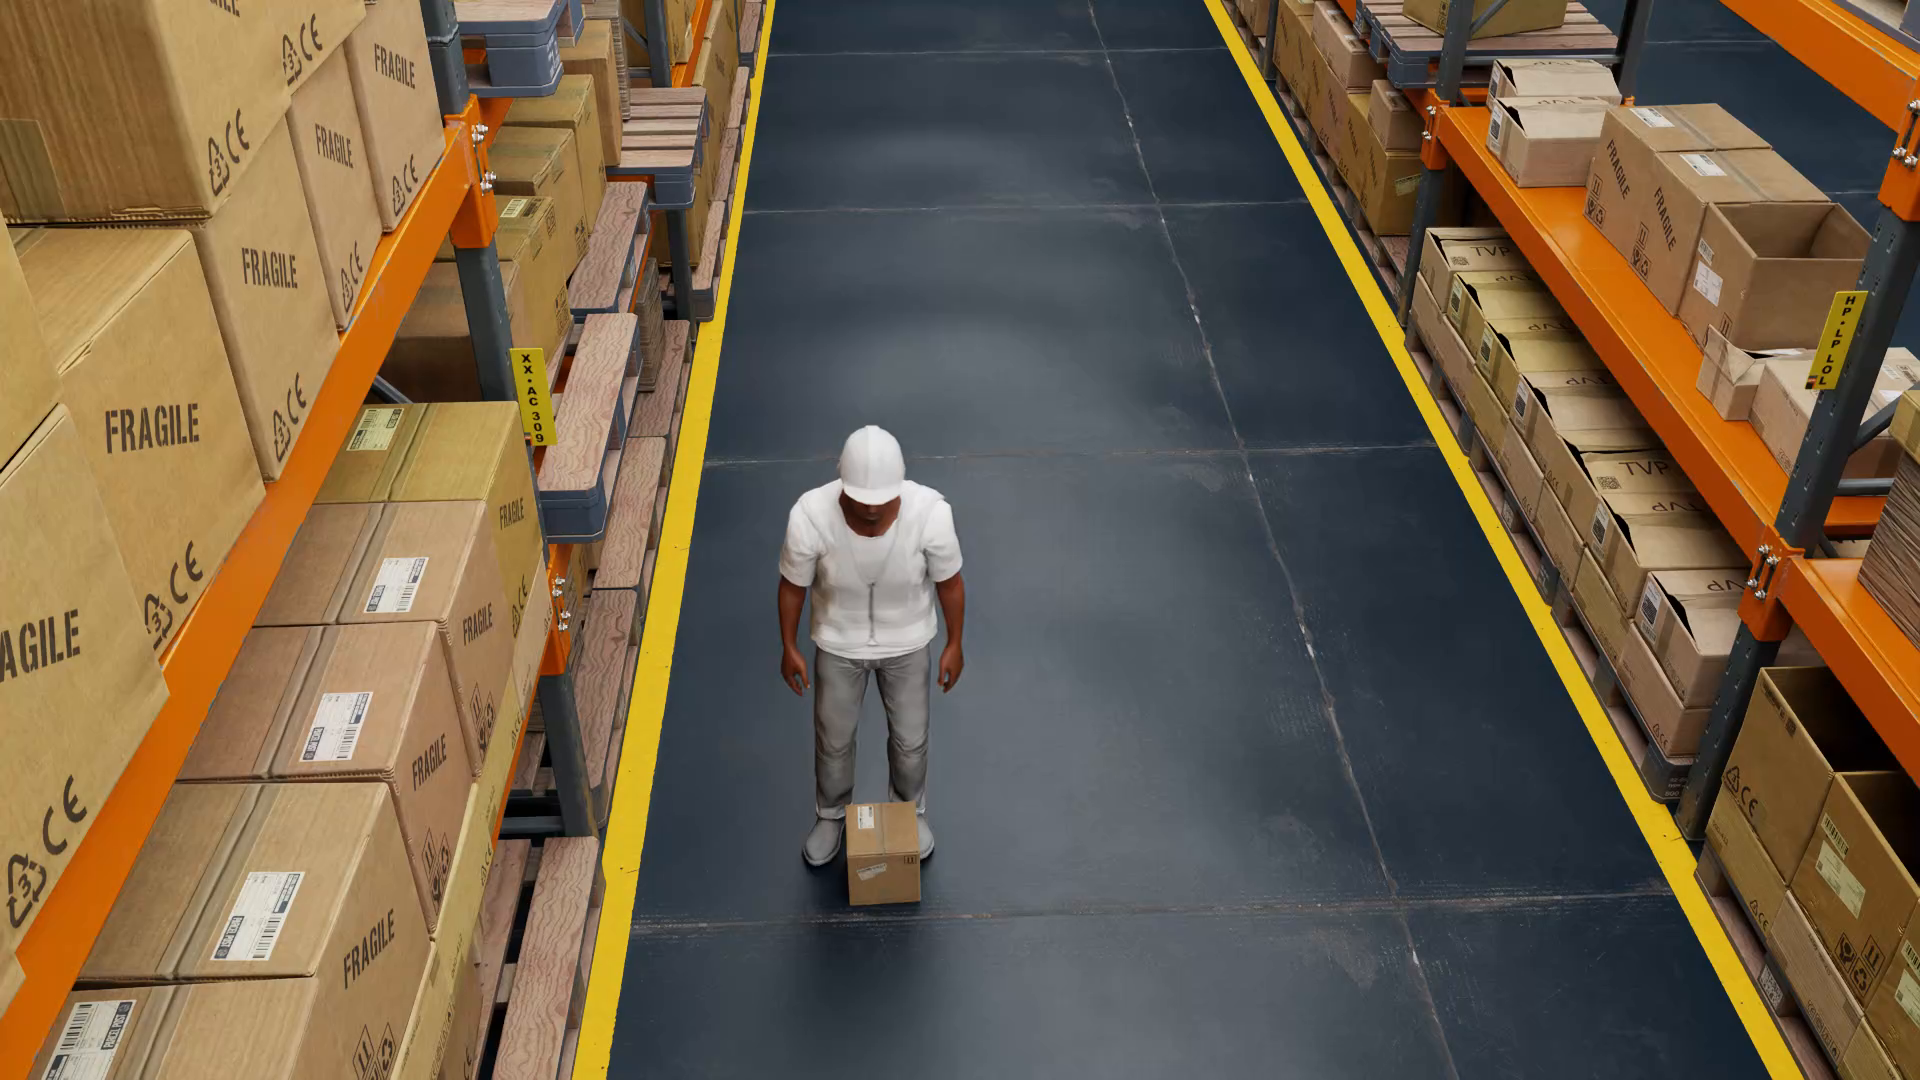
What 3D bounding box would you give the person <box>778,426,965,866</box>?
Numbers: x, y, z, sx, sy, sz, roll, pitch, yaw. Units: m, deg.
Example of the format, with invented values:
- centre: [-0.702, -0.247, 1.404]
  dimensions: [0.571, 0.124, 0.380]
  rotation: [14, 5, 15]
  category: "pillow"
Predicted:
- centre: [-0.295, 0.360, 5.616]
  dimensions: [0.627, 1.761, 0.459]
  rotation: [-2, 35, -2]
  category: "person"
